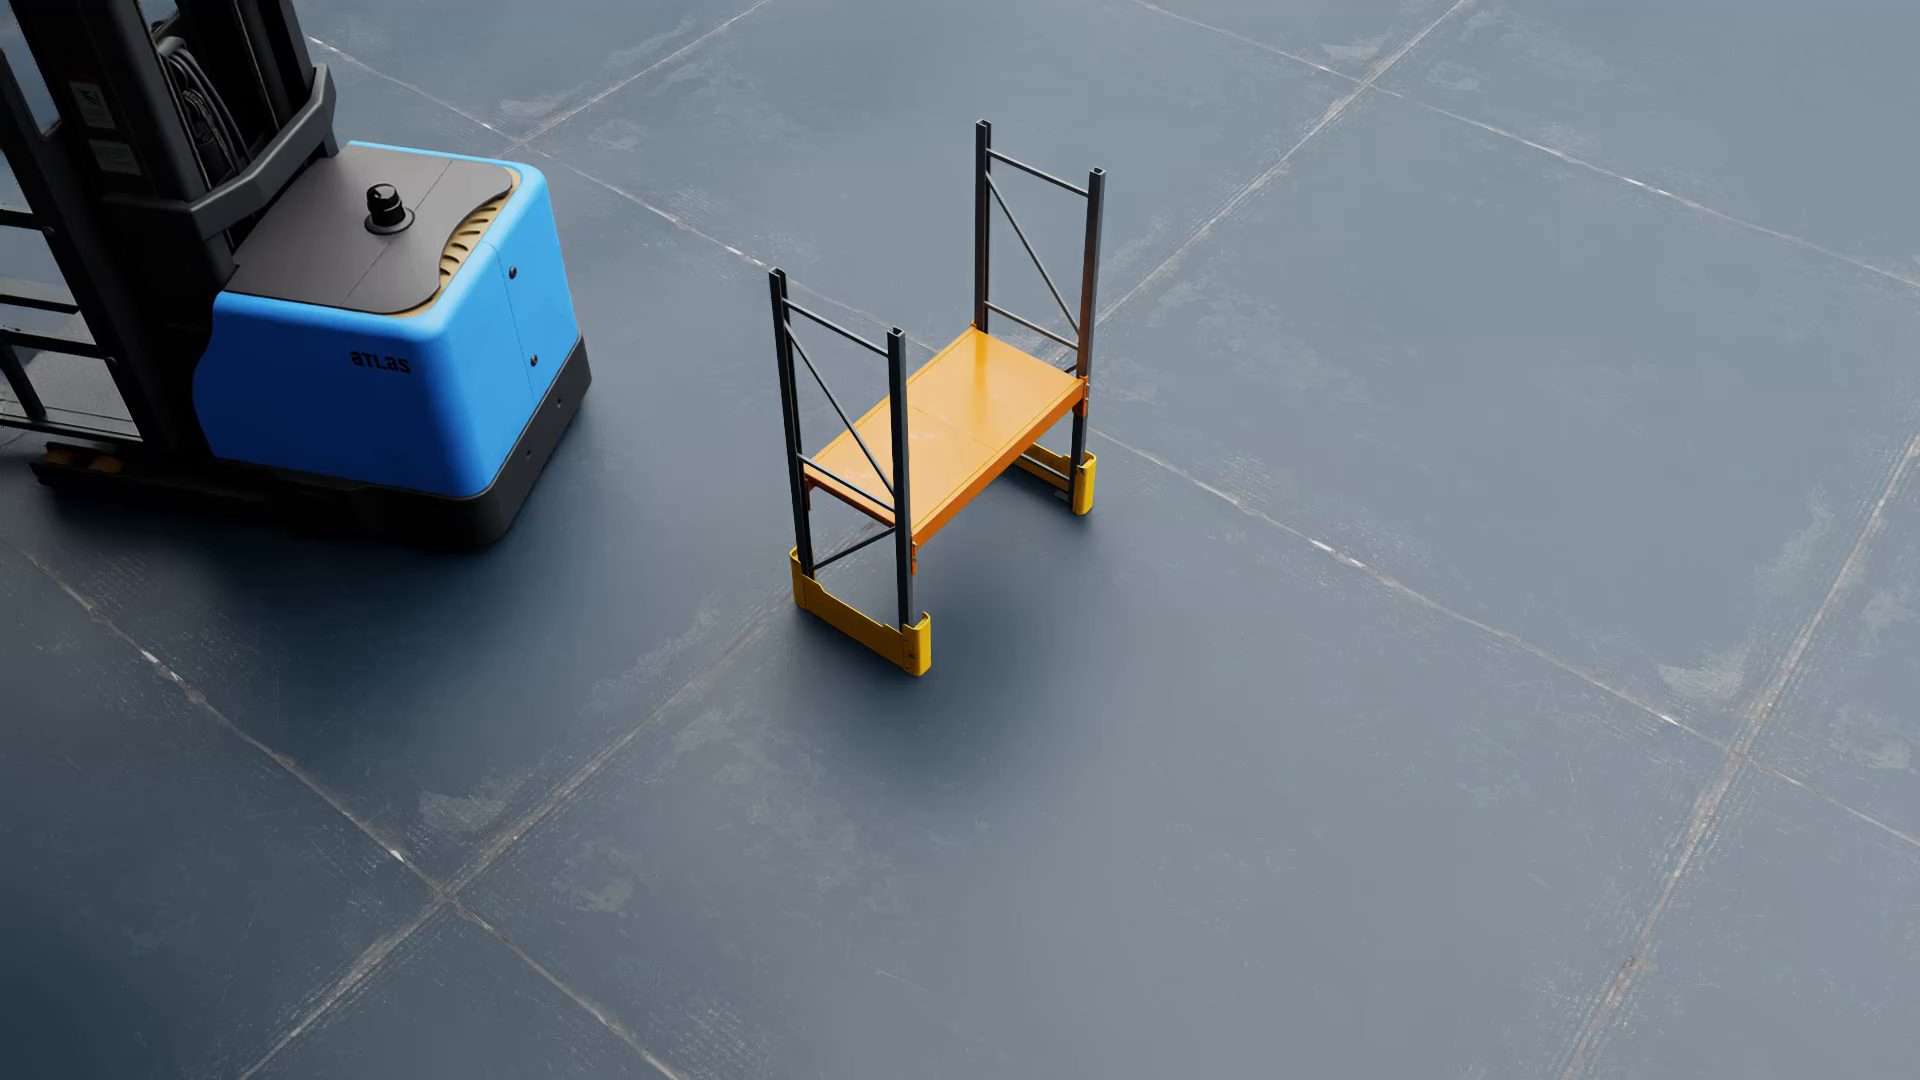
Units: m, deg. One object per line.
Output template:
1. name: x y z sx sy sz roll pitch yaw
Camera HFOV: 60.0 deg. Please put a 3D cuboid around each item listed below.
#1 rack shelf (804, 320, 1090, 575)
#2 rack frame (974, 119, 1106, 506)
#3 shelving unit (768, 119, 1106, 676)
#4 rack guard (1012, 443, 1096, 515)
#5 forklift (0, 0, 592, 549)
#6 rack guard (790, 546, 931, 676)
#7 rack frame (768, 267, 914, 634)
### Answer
1. rack shelf: -0.052 -0.345 5.791 0.538 0.185 1.000 29 53 25
2. rack frame: 0.259 -0.760 5.939 0.500 1.500 0.032 29 53 25
3. shelving unit: -0.047 -0.474 5.666 0.587 1.500 1.083 29 53 25
4. rack guard: 0.258 -0.328 6.390 0.587 0.250 0.087 29 53 25
5. forklift: -3.071 -1.537 5.691 3.031 2.935 1.130 9 47 9
6. rack guard: -0.351 0.242 5.846 0.587 0.250 0.087 29 53 25
7. rack frame: -0.363 -0.178 5.383 0.500 1.500 0.032 29 53 25
